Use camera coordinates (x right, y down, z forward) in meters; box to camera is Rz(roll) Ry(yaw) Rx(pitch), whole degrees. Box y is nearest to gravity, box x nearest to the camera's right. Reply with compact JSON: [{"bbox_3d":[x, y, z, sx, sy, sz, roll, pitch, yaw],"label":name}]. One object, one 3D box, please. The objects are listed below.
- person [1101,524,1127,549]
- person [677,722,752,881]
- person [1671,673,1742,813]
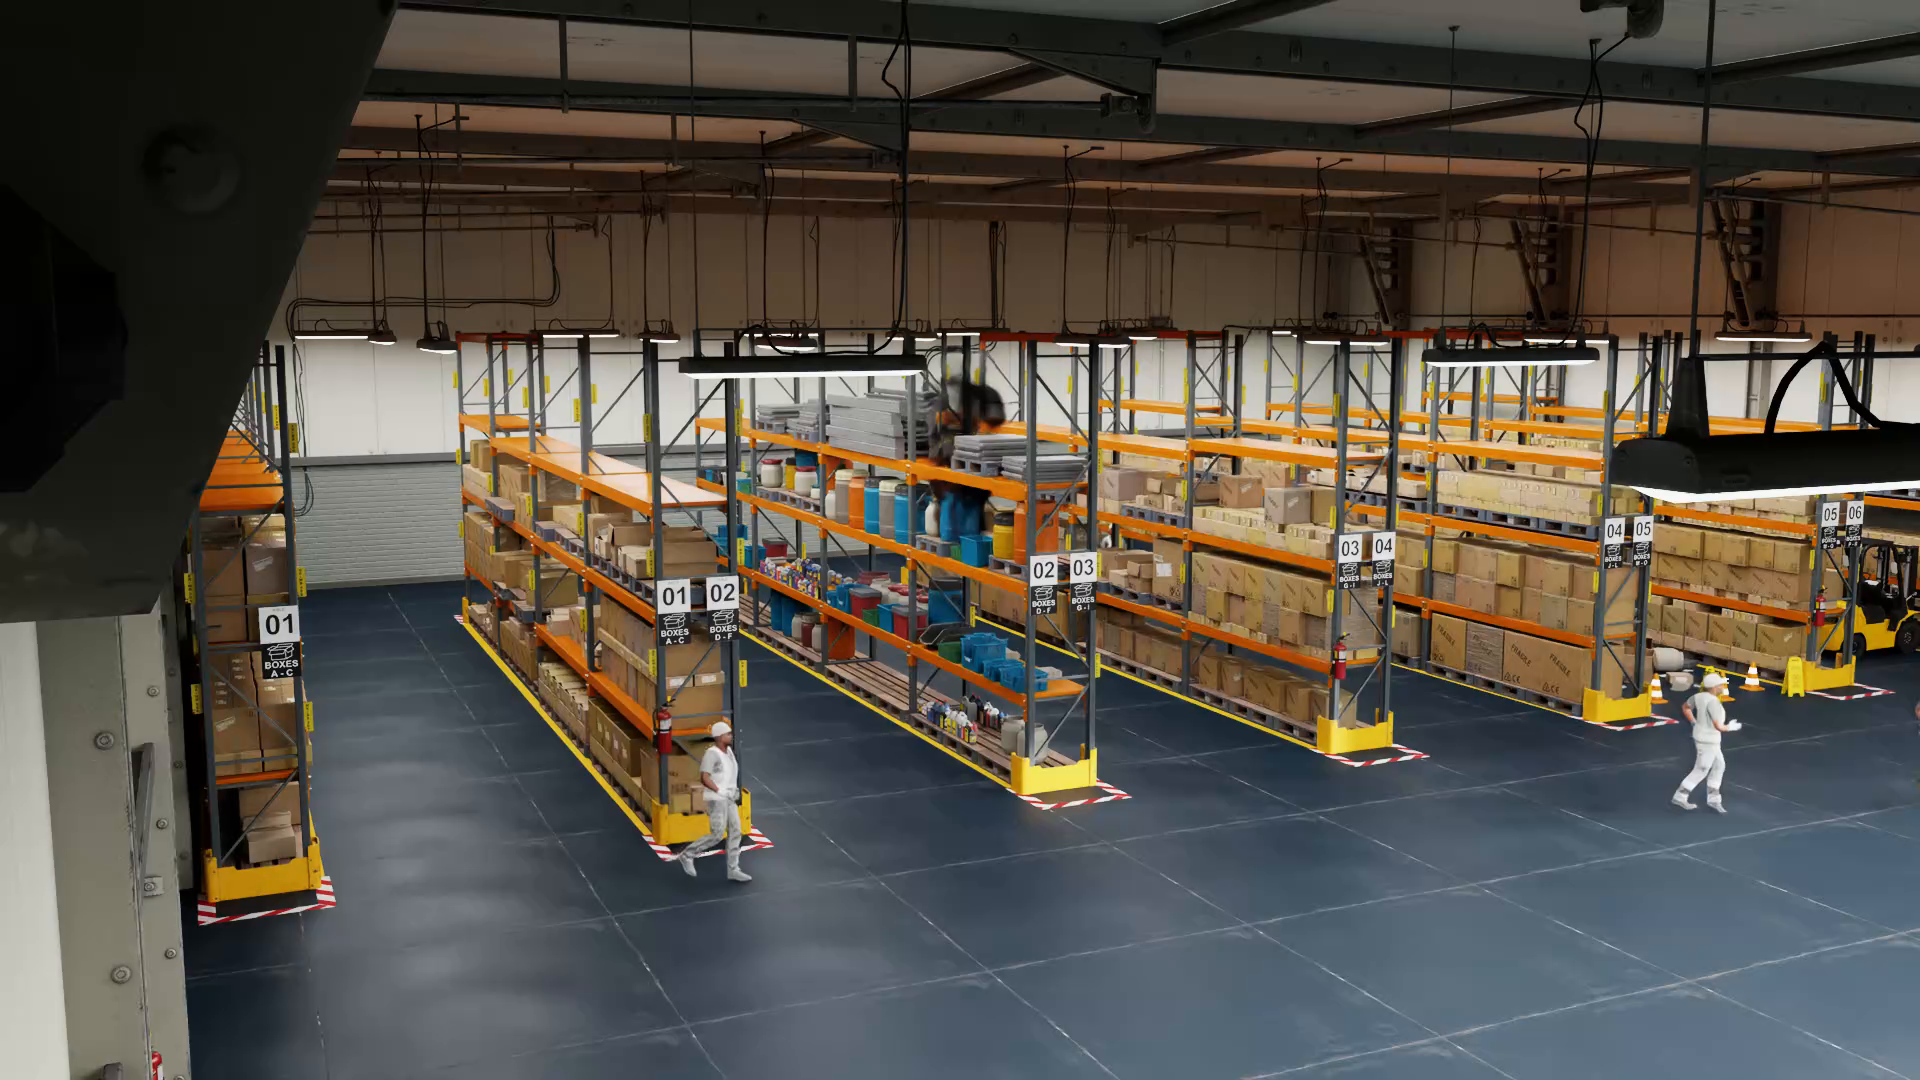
[{"bbox_3d":[3.446,0.481,37.104,0.692,1.731,0.599,-2,8,-17],"label":"person"},{"bbox_3d":[-2.711,2.932,18.838,0.851,1.749,0.739,2,8,12],"label":"person"},{"bbox_3d":[9.499,2.611,21.178,0.781,1.863,0.686,1,8,10],"label":"person"}]
